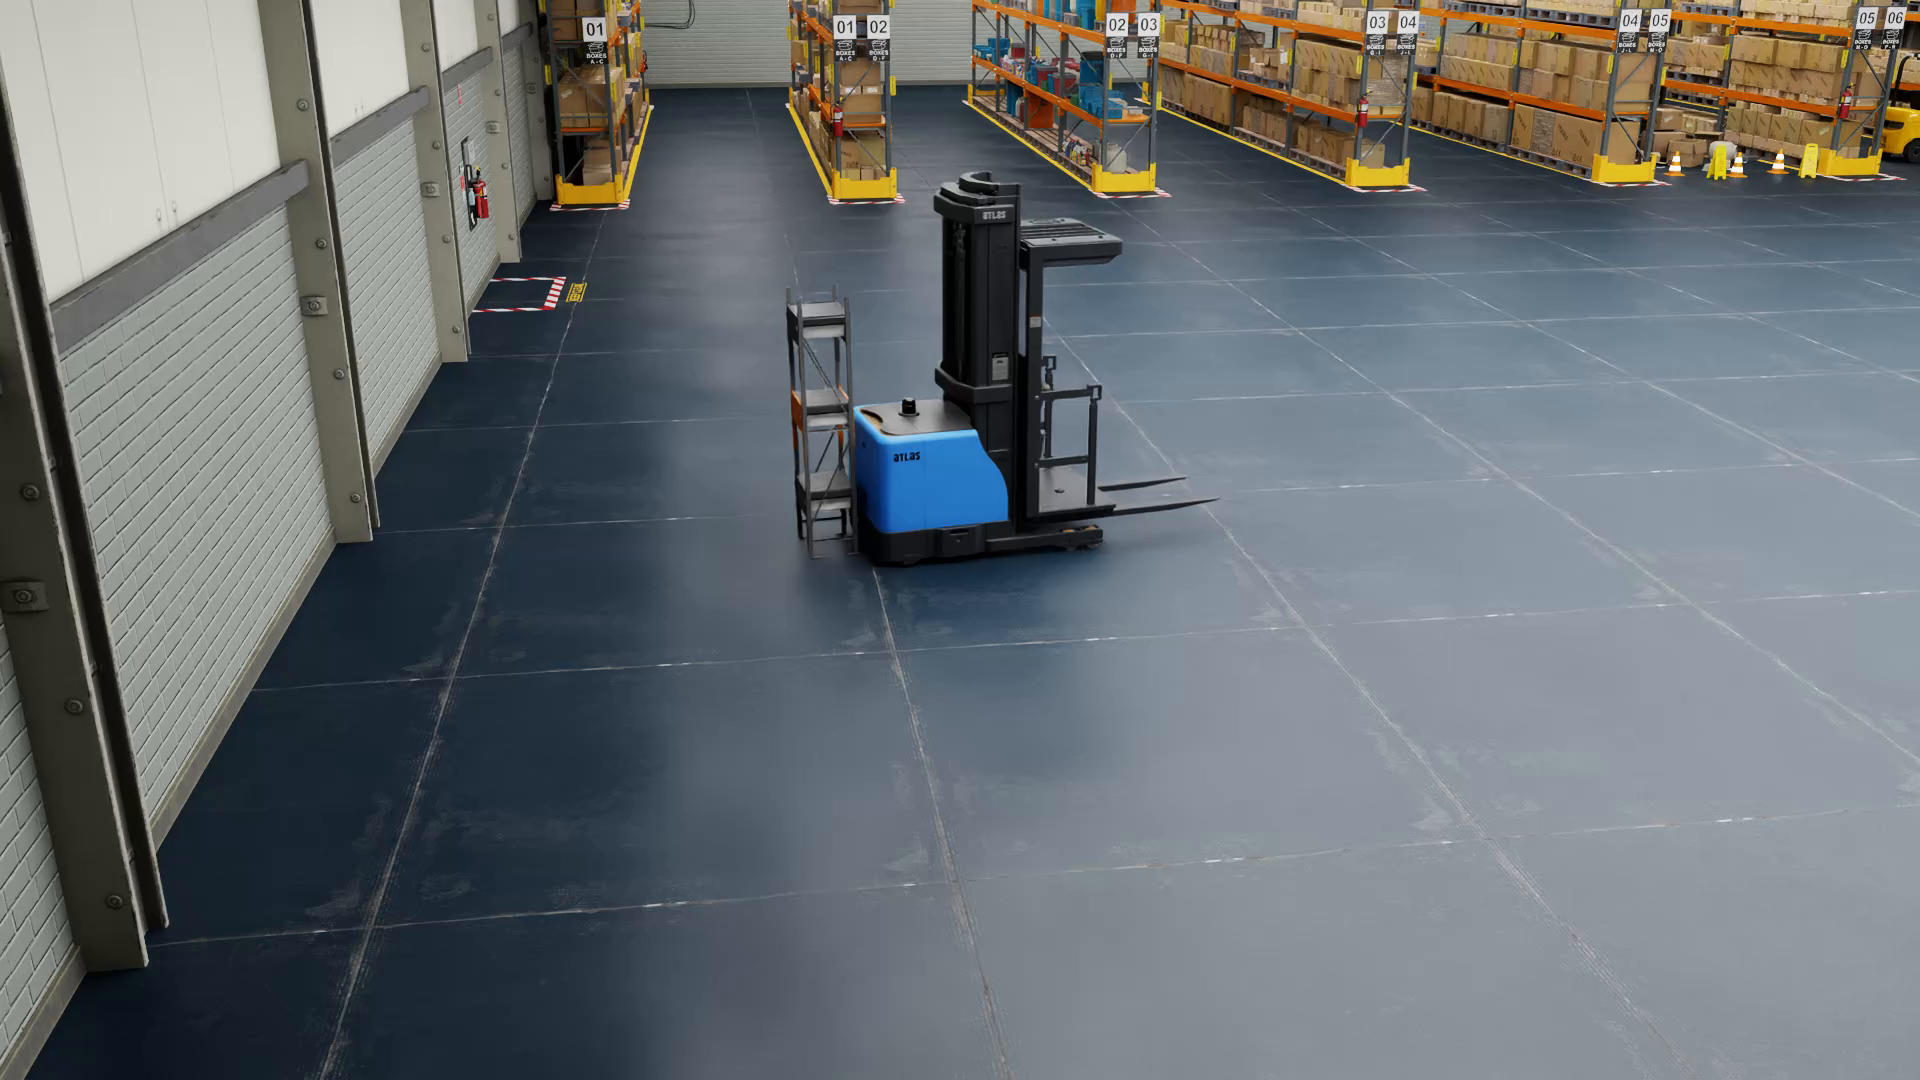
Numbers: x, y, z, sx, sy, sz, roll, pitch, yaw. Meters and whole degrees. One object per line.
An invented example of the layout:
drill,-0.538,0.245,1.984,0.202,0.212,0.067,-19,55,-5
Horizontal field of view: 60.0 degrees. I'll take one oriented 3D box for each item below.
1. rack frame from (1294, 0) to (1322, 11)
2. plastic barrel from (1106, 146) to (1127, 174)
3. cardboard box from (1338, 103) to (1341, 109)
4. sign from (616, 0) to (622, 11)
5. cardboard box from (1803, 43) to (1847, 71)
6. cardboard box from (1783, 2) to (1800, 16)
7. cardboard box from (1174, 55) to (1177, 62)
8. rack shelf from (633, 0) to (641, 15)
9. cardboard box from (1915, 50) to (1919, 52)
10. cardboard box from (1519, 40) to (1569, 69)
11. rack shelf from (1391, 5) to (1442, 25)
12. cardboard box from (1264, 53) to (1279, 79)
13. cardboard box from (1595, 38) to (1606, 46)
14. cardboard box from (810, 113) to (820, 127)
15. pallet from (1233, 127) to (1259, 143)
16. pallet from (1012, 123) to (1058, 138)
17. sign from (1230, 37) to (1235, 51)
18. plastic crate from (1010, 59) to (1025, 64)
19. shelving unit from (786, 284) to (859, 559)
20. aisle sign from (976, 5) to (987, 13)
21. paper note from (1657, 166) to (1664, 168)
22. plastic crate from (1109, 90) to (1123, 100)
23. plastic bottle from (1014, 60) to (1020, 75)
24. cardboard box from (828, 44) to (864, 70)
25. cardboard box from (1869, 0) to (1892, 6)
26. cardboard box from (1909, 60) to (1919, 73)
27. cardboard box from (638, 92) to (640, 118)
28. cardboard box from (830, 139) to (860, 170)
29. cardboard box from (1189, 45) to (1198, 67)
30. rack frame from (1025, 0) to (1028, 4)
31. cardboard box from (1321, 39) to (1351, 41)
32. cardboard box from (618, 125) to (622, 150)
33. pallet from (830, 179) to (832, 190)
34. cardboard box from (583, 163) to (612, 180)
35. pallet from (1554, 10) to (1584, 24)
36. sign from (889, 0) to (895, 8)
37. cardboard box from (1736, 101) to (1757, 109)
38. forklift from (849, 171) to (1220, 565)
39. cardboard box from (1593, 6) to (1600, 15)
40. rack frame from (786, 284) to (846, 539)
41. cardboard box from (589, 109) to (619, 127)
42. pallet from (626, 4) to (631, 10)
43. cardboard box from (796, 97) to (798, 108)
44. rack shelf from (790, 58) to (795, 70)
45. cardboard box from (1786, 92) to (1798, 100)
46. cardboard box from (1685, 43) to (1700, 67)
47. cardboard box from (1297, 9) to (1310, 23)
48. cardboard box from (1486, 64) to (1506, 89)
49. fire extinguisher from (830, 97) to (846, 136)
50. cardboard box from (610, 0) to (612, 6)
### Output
rack frame,7.464,-12.434,34.145,1.000,3.000,0.127,-3,21,-8
plastic barrel,2.969,-7.244,31.779,0.421,0.512,0.421,0,20,0
cardboard box,7.657,-8.555,32.694,0.380,0.149,0.250,-3,21,-8
sign,-6.705,-10.551,32.653,0.100,0.325,0.005,-3,21,-8
cardboard box,17.492,-9.734,33.494,0.700,0.500,0.500,-3,21,-7
cardboard box,17.280,-10.904,34.126,0.500,0.250,0.500,-3,21,-7
cardboard box,5.831,-12.631,43.608,0.380,0.149,0.250,-3,21,-7
rack shelf,-8.683,-13.404,42.059,1.077,0.370,4.000,-3,21,-8
cardboard box,22.253,-11.215,38.386,0.380,0.149,0.250,-3,21,-8
cardboard box,12.406,-10.285,35.209,0.875,0.550,0.550,-3,21,-8
rack shelf,11.522,-12.984,40.934,1.077,0.370,4.000,-3,21,-8
cardboard box,7.122,-10.464,36.697,0.797,0.503,0.637,-1,20,-2
cardboard box,16.213,-12.538,41.428,0.500,0.500,0.500,-3,21,-8
cardboard box,-3.047,-9.304,36.867,0.500,0.311,0.500,-3,21,-9
pallet,6.998,-9.431,38.666,1.003,0.211,1.213,-3,21,-8
pallet,1.831,-9.723,39.447,1.003,0.211,1.213,-3,21,-8
sign,6.338,-11.521,38.622,0.100,0.325,0.005,-3,21,-8
plastic crate,1.484,-12.216,42.428,0.396,0.136,0.243,-3,21,-8
shelving unit,-1.090,-0.933,13.203,0.431,2.100,0.503,-6,21,-14
aisle sign,0.528,-14.756,45.221,0.394,0.787,0.004,-3,21,-8
paper note,14.423,-7.676,34.226,0.144,0.017,0.142,4,21,11
plastic crate,2.991,-8.934,33.562,0.499,0.251,0.616,-3,21,-8
plastic bottle,1.359,-11.307,39.772,0.144,0.351,0.185,-3,21,-8
cardboard box,-2.269,-9.626,33.205,0.700,0.500,0.500,-3,21,-7
cardboard box,17.997,-10.532,32.561,0.380,0.149,0.250,-3,21,-8
cardboard box,21.858,-10.696,37.566,0.500,0.250,0.500,-3,21,-9
cardboard box,-8.172,-10.615,40.321,0.750,0.750,0.750,-3,21,-7
cardboard box,-2.135,-7.170,30.885,0.500,0.500,0.500,-3,21,-8
cardboard box,6.129,-12.268,42.133,0.500,0.500,0.500,-3,21,-8
rack frame,1.986,-13.569,37.184,1.000,3.000,0.127,-3,21,-8
cardboard box,7.801,-10.136,34.570,0.500,0.500,0.500,-3,21,-8
cardboard box,-7.521,-8.518,35.179,0.700,0.500,0.500,-3,21,-7
pallet,-1.915,-6.696,31.343,1.003,0.211,1.213,-3,21,-8
cardboard box,-6.757,-6.877,31.055,0.500,0.311,0.500,-1,21,-3
pallet,12.667,-10.497,33.373,1.003,0.211,1.213,-3,21,-8
sign,-1.213,-9.618,29.530,0.100,0.325,0.005,-3,21,-8
cardboard box,17.047,-9.423,35.988,0.380,0.149,0.250,-3,21,-7
forklift,0.654,-1.461,13.439,3.031,2.935,1.130,-7,21,-17
cardboard box,12.507,-10.259,32.225,0.380,0.149,0.250,-3,21,-7
rack frame,-1.154,-1.015,13.424,0.400,2.100,0.015,-6,21,-14
cardboard box,-6.421,-7.613,29.998,0.500,0.250,0.500,-4,21,-9
pallet,-7.963,-11.796,36.994,1.213,0.211,1.003,-2,21,-5
cardboard box,-3.964,-11.284,42.855,0.500,0.311,0.500,-3,21,-8
rack shelf,-3.781,-12.250,43.256,1.077,0.370,4.000,-3,21,-8
cardboard box,17.328,-9.178,34.362,0.380,0.149,0.250,-3,21,-8
cardboard box,16.835,-11.005,37.725,0.500,0.500,0.500,-2,21,-6
cardboard box,7.275,-10.789,34.244,0.500,0.250,0.500,-4,21,-10
cardboard box,11.974,-10.227,36.669,0.500,0.500,0.500,-3,21,-8
fire extinguisher,-2.206,-7.639,29.993,0.296,0.674,0.183,-3,21,-8
cardboard box,-6.587,-9.917,30.094,0.500,0.500,0.500,-2,21,-6
